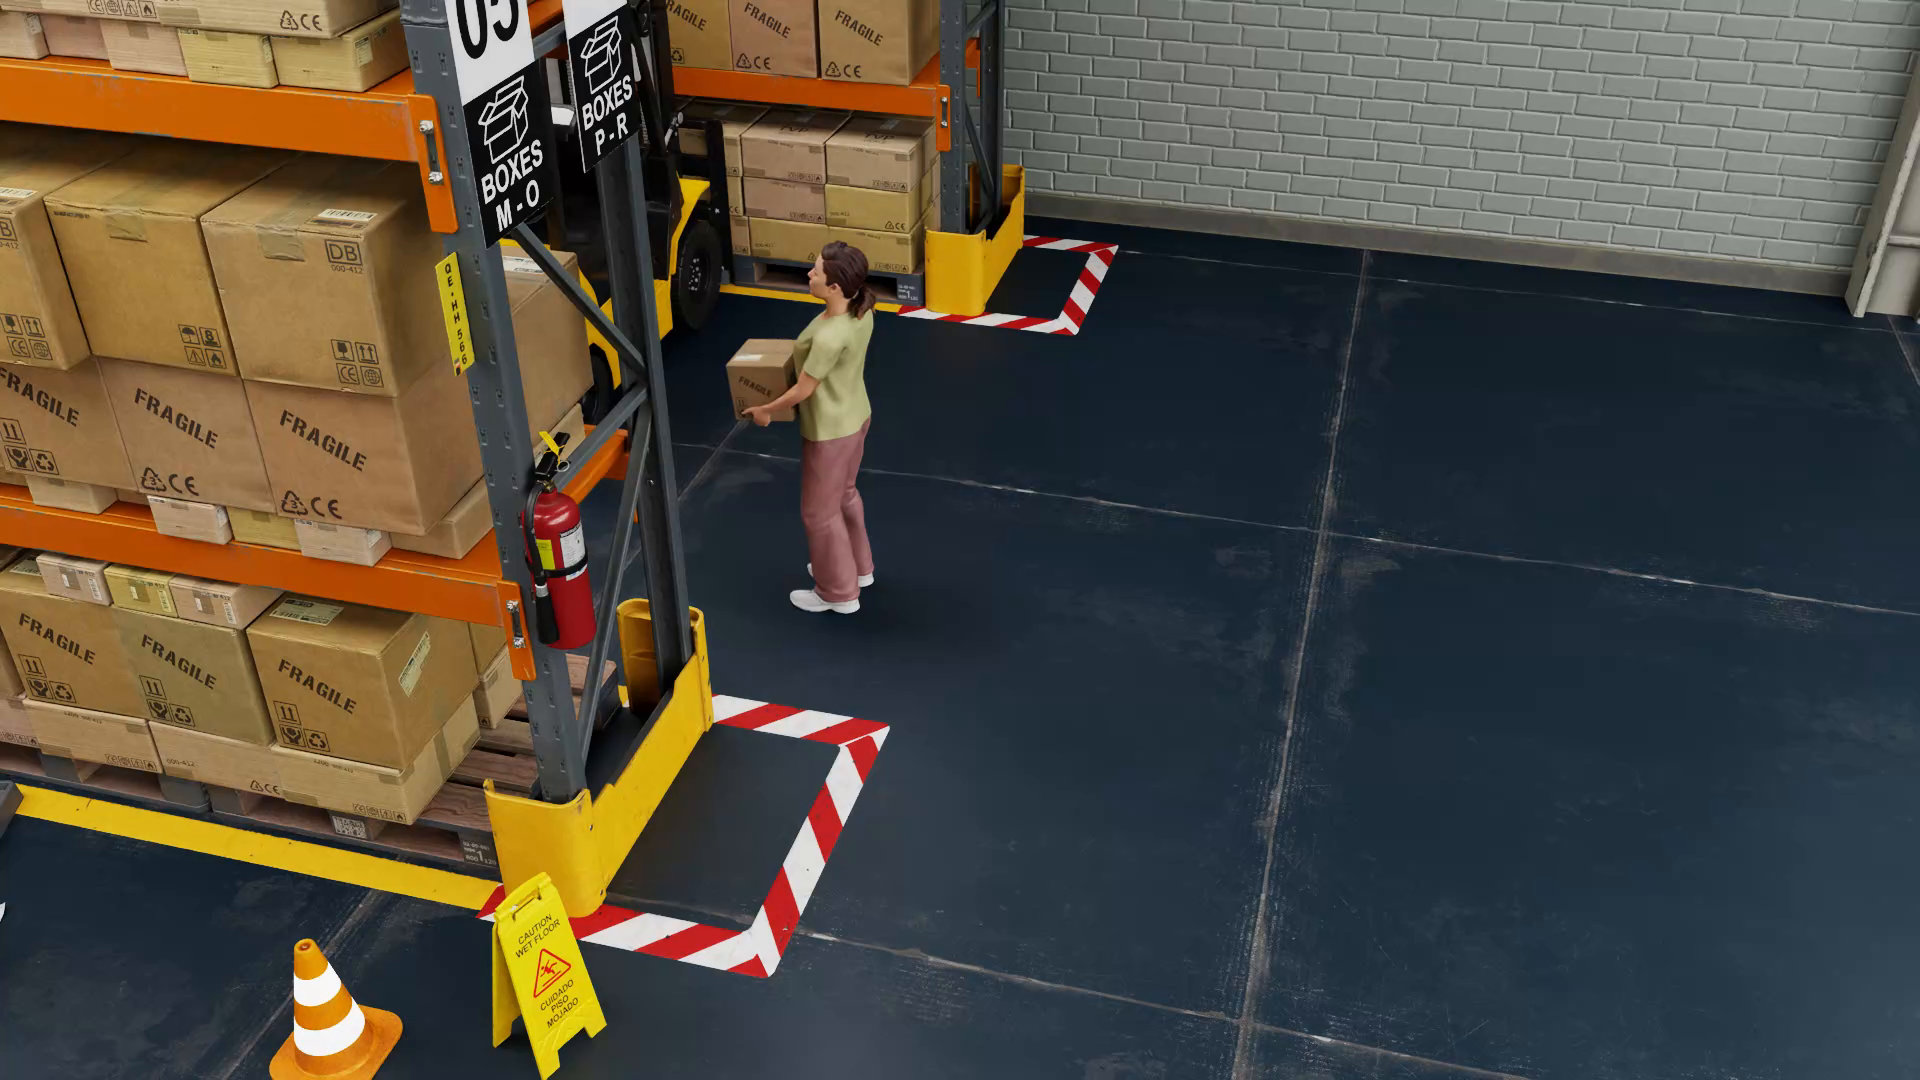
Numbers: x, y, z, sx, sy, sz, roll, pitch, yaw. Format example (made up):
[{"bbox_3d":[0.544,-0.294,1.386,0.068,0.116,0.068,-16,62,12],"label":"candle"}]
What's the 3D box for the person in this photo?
[{"bbox_3d":[-0.594,-0.466,6.868,0.545,1.663,0.428,8,34,12],"label":"person"}]
